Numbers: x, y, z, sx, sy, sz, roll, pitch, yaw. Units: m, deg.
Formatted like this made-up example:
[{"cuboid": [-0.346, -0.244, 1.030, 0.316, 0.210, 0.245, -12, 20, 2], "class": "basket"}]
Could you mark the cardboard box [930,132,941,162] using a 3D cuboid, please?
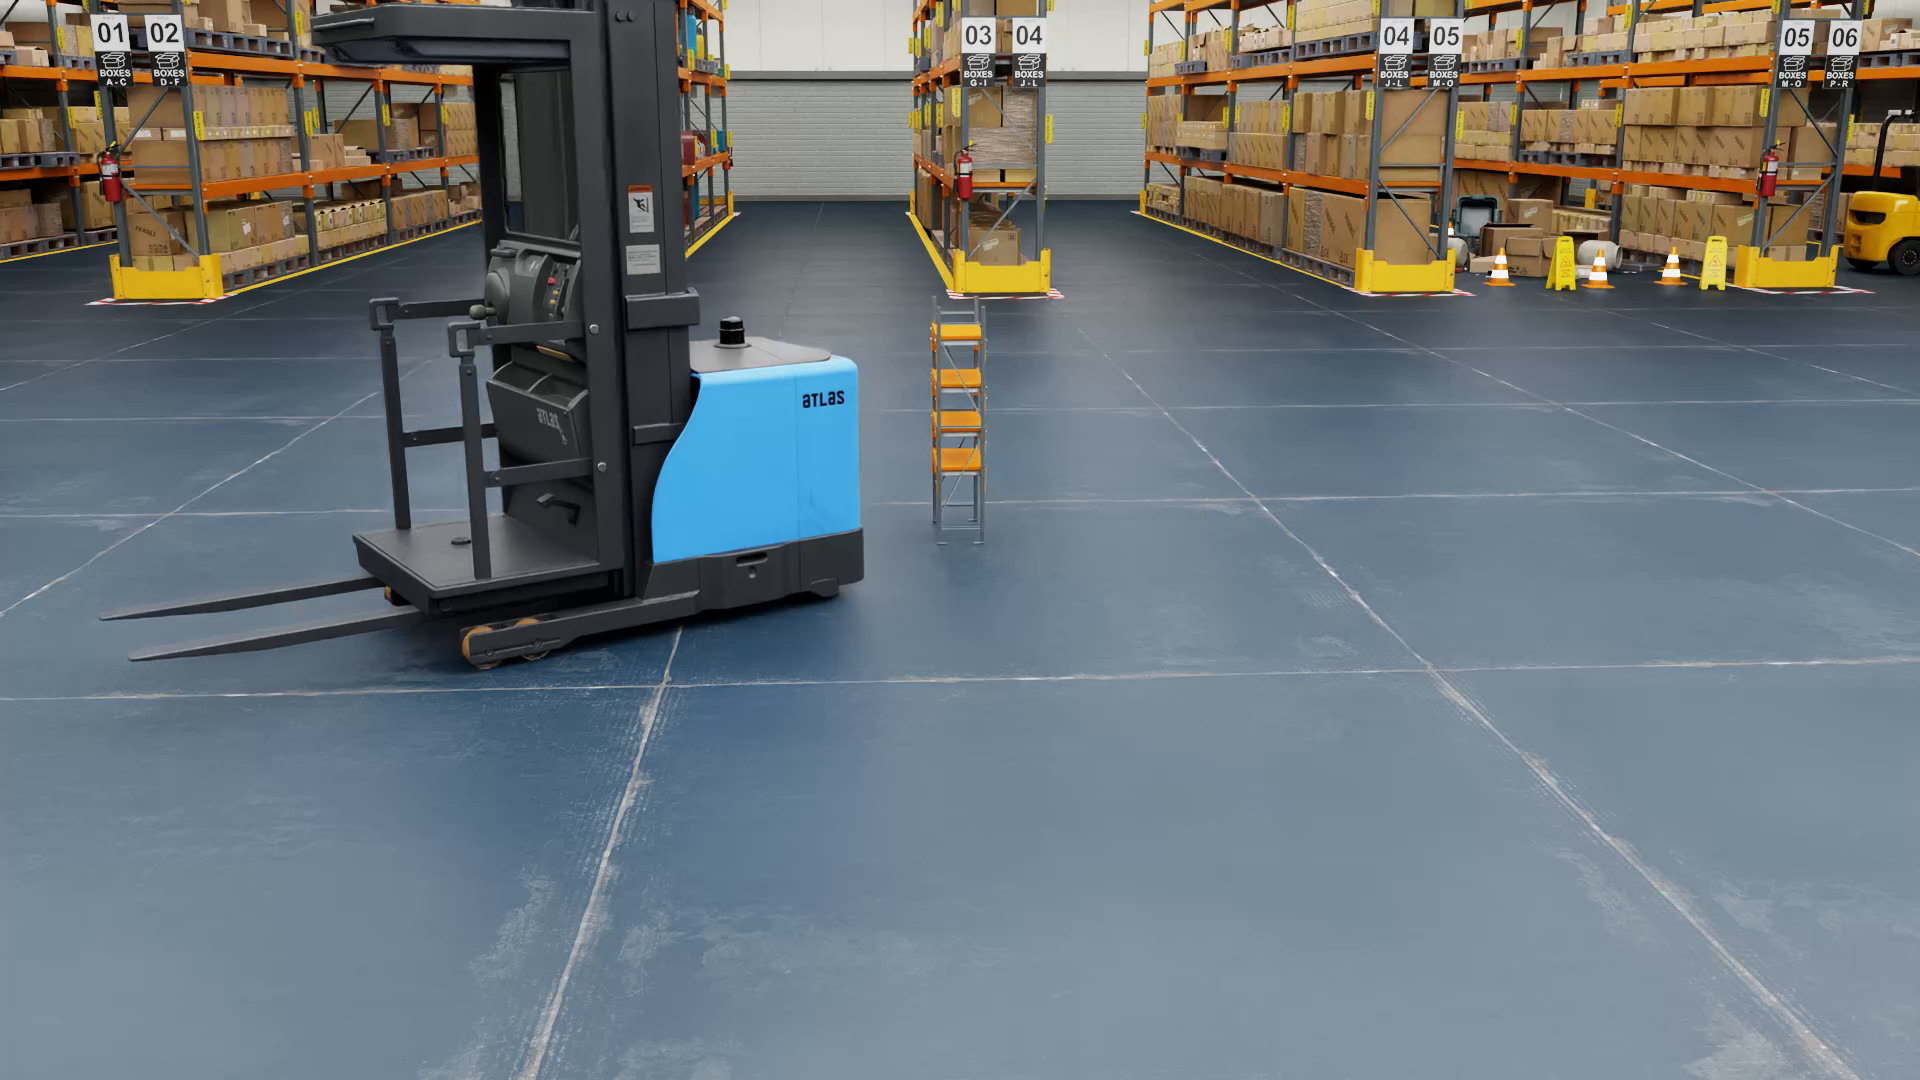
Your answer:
[{"cuboid": [-0.261, -6.647, 28.141, 0.500, 0.500, 0.500, 0, 14, -2], "class": "cardboard box"}]

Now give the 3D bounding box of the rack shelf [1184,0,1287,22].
[{"cuboid": [4.850, -9.392, 29.216, 1.077, 0.370, 4.000, -1, 14, -3], "class": "rack shelf"}]

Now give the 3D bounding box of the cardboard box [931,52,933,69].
[{"cuboid": [-0.208, -7.739, 26.866, 0.500, 0.250, 0.500, -1, 14, -2], "class": "cardboard box"}]

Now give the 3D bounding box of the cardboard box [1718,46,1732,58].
[{"cuboid": [10.060, -6.312, 21.523, 0.380, 0.149, 0.250, -1, 14, -4], "class": "cardboard box"}]

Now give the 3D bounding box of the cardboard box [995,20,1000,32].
[{"cuboid": [0.285, -6.194, 20.062, 0.380, 0.149, 0.250, -1, 14, -5], "class": "cardboard box"}]

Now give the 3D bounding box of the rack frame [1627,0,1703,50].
[{"cuboid": [10.156, -8.543, 23.672, 1.000, 3.000, 0.127, -1, 14, -3], "class": "rack frame"}]

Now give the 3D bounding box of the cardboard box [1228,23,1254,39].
[{"cuboid": [4.690, -8.500, 27.785, 0.396, 0.266, 0.258, -1, 14, -3], "class": "cardboard box"}]

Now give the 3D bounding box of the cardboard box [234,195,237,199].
[{"cuboid": [-15.167, -7.060, 34.121, 0.700, 0.500, 0.500, -1, 14, -3], "class": "cardboard box"}]

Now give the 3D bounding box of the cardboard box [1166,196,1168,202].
[{"cuboid": [4.377, -6.894, 33.581, 0.380, 0.149, 0.250, -2, 15, -6], "class": "cardboard box"}]

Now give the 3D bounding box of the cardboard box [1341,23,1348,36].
[{"cuboid": [5.048, -6.455, 21.036, 0.380, 0.149, 0.250, -1, 14, -4], "class": "cardboard box"}]

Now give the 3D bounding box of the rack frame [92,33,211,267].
[{"cuboid": [-9.375, -4.338, 19.367, 1.000, 3.000, 0.127, -1, 14, -3], "class": "rack frame"}]

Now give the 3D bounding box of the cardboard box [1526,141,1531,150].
[{"cuboid": [9.743, -6.631, 27.939, 0.380, 0.149, 0.250, -2, 15, -7], "class": "cardboard box"}]

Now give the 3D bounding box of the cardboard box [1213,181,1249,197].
[{"cuboid": [4.670, -6.053, 28.702, 0.500, 0.250, 0.500, -1, 14, -5], "class": "cardboard box"}]

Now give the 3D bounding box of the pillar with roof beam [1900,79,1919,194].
[{"cuboid": [11.546, -9.239, 26.375, 9.100, 9.000, 0.400, -1, 14, -3], "class": "pillar with roof beam"}]

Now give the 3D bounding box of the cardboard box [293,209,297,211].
[{"cuboid": [-9.972, -4.702, 24.331, 0.500, 0.311, 0.500, 0, 14, -2], "class": "cardboard box"}]

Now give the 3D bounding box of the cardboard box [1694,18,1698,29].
[{"cuboid": [10.029, -6.886, 22.156, 0.380, 0.149, 0.250, -1, 14, -2], "class": "cardboard box"}]

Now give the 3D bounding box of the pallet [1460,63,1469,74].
[{"cuboid": [9.766, -8.760, 30.919, 0.805, 0.209, 1.217, -1, 15, -6], "class": "pallet"}]

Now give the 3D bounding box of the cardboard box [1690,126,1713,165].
[{"cuboid": [10.041, -5.216, 21.980, 0.500, 0.500, 0.500, -1, 14, -4], "class": "cardboard box"}]

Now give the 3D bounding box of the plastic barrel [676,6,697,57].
[{"cuboid": [-4.916, -8.875, 29.131, 0.600, 0.901, 0.708, -1, 14, -3], "class": "plastic barrel"}]

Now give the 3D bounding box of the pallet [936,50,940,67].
[{"cuboid": [0.266, -7.260, 25.080, 1.213, 0.211, 1.003, -1, 14, -3], "class": "pallet"}]

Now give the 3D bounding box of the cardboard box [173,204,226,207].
[{"cuboid": [-9.811, -4.075, 21.514, 0.500, 0.500, 0.500, -1, 14, -3], "class": "cardboard box"}]

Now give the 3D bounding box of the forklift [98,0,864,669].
[{"cuboid": [-1.934, -1.060, 6.762, 3.031, 2.935, 1.130, -10, 18, -34], "class": "forklift"}]

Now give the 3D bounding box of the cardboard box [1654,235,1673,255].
[{"cuboid": [10.003, -4.094, 23.095, 0.500, 0.250, 0.500, -1, 14, -4], "class": "cardboard box"}]

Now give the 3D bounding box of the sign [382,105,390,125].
[{"cuboid": [-9.316, -6.898, 26.992, 0.100, 0.325, 0.005, -1, 14, -3], "class": "sign"}]

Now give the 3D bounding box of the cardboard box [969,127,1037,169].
[{"cuboid": [0.506, -4.820, 20.442, 0.875, 0.500, 0.500, -1, 14, -3], "class": "cardboard box"}]

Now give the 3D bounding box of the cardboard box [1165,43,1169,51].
[{"cuboid": [4.292, -9.799, 33.068, 0.380, 0.149, 0.250, -1, 14, -4], "class": "cardboard box"}]

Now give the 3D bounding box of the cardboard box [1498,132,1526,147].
[{"cuboid": [9.625, -6.919, 28.695, 0.500, 0.250, 0.500, -1, 14, -4], "class": "cardboard box"}]

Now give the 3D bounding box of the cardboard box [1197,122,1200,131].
[{"cuboid": [4.408, -7.338, 29.492, 0.380, 0.149, 0.250, 0, 14, -1], "class": "cardboard box"}]

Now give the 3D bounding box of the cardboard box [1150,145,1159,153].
[{"cuboid": [4.192, -8.183, 34.815, 0.380, 0.149, 0.250, -1, 14, -5], "class": "cardboard box"}]

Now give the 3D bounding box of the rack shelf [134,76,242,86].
[{"cuboid": [-15.186, -8.847, 32.315, 1.077, 0.370, 4.000, -1, 14, -3], "class": "rack shelf"}]

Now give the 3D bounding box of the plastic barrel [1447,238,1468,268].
[{"cuboid": [6.823, -4.030, 23.341, 0.512, 0.421, 0.421, 10, 18, 35], "class": "plastic barrel"}]

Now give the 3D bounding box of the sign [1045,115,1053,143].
[{"cuboid": [1.054, -4.918, 19.883, 0.100, 0.325, 0.005, -1, 14, -3], "class": "sign"}]

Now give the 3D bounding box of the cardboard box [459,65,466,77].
[{"cuboid": [-9.992, -9.201, 32.546, 0.500, 0.250, 0.500, -1, 14, -3], "class": "cardboard box"}]

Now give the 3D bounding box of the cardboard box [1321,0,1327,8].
[{"cuboid": [4.985, -7.093, 21.916, 0.380, 0.149, 0.250, -1, 14, -4], "class": "cardboard box"}]

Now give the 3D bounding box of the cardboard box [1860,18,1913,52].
[{"cuboid": [14.727, -8.026, 26.437, 0.500, 0.500, 0.500, -1, 14, -2], "class": "cardboard box"}]

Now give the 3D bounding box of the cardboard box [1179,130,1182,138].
[{"cuboid": [4.310, -7.582, 31.040, 0.380, 0.149, 0.250, -1, 14, -5], "class": "cardboard box"}]

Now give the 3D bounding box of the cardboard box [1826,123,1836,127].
[{"cuboid": [14.647, -6.859, 27.663, 0.380, 0.149, 0.250, 0, 14, -2], "class": "cardboard box"}]

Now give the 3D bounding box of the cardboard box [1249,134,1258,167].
[{"cuboid": [4.826, -6.088, 25.968, 0.500, 0.500, 0.500, -1, 14, -4], "class": "cardboard box"}]

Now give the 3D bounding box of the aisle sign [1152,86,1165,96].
[{"cuboid": [4.174, -9.793, 35.352, 0.394, 0.787, 0.004, -1, 14, -3], "class": "aisle sign"}]

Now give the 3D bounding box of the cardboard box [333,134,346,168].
[{"cuboid": [-9.750, -5.959, 25.467, 0.500, 0.500, 0.500, -2, 15, -6], "class": "cardboard box"}]

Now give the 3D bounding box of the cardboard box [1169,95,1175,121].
[{"cuboid": [4.390, -8.444, 32.521, 0.500, 0.500, 0.500, -1, 14, -5], "class": "cardboard box"}]

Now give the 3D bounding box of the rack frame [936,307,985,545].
[{"cuboid": [0.005, -0.562, 8.301, 0.240, 1.200, 0.015, -1, 14, -3], "class": "rack frame"}]

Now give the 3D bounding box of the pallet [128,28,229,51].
[{"cuboid": [-9.393, -5.924, 19.690, 1.003, 0.211, 1.213, -1, 14, -3], "class": "pallet"}]

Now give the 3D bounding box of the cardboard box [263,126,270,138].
[{"cuboid": [-9.330, -5.378, 21.907, 0.380, 0.149, 0.250, -1, 14, -4], "class": "cardboard box"}]

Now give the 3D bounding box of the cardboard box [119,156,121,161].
[{"cuboid": [-14.709, -6.605, 28.642, 0.380, 0.149, 0.250, -1, 14, -3], "class": "cardboard box"}]

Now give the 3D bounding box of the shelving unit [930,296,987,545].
[{"cuboid": [-0.010, -0.622, 8.537, 0.258, 1.200, 0.503, -1, 14, -3], "class": "shelving unit"}]

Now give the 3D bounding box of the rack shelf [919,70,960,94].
[{"cuboid": [-0.107, -8.082, 29.340, 1.077, 0.370, 4.000, -1, 14, -3], "class": "rack shelf"}]

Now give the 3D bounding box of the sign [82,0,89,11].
[{"cuboid": [-9.917, -6.176, 18.874, 0.100, 0.325, 0.005, -1, 14, -3], "class": "sign"}]

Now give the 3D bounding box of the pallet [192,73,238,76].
[{"cuboid": [-15.253, -9.465, 33.453, 1.003, 0.211, 1.213, -1, 14, -3], "class": "pallet"}]

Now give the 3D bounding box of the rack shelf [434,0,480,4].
[{"cuboid": [-10.242, -10.375, 32.242, 1.077, 0.370, 4.000, -1, 14, -3], "class": "rack shelf"}]

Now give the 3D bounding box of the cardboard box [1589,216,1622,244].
[{"cuboid": [10.121, -4.699, 25.201, 0.950, 0.372, 0.625, -1, 14, -3], "class": "cardboard box"}]

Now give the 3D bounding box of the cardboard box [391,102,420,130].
[{"cuboid": [-10.408, -7.977, 31.303, 0.500, 0.500, 0.500, -1, 14, -3], "class": "cardboard box"}]

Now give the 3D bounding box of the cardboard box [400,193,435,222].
[{"cuboid": [-9.749, -5.959, 29.800, 0.500, 0.500, 0.500, -1, 14, -3], "class": "cardboard box"}]

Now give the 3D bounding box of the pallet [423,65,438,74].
[{"cuboid": [-10.148, -8.521, 29.982, 1.213, 0.211, 1.003, -1, 14, -3], "class": "pallet"}]

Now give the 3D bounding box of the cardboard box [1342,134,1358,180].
[{"cuboid": [5.346, -4.842, 21.026, 0.875, 0.550, 0.550, -1, 14, -3], "class": "cardboard box"}]

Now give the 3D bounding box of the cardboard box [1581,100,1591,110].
[{"cuboid": [9.806, -6.698, 25.598, 0.380, 0.149, 0.250, -2, 15, -6], "class": "cardboard box"}]

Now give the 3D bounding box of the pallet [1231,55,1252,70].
[{"cuboid": [5.067, -7.733, 26.922, 1.213, 0.211, 1.003, 0, 14, -1], "class": "pallet"}]
